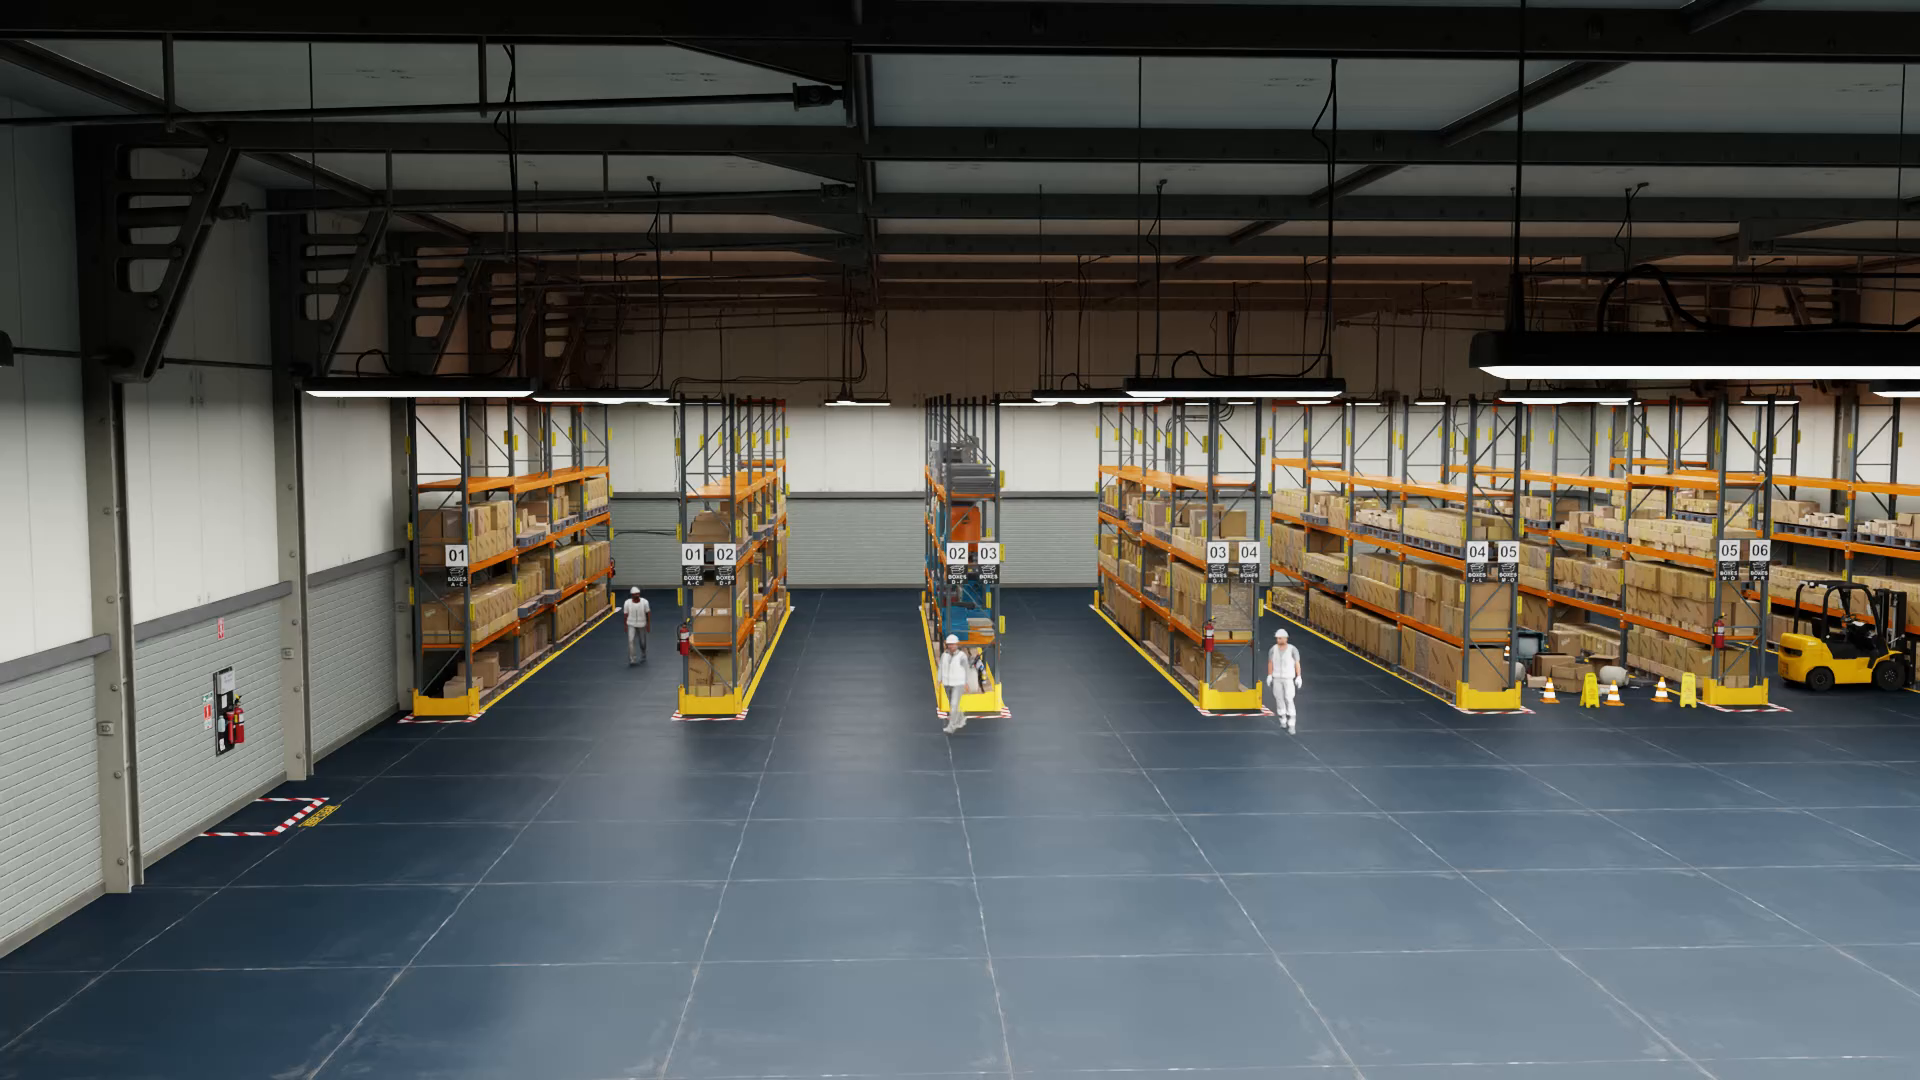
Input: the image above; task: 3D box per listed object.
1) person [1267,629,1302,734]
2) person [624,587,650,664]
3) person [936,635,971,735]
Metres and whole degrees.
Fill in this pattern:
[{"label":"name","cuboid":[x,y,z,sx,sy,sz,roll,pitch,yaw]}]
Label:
[{"label":"person","cuboid":[5.740,2.499,29.582,0.614,1.801,0.602,3,5,30]},{"label":"person","cuboid":[-7.277,1.898,37.485,0.580,1.724,0.979,0,5,-6]},{"label":"person","cuboid":[-0.142,2.528,29.355,0.559,1.708,1.063,3,6,36]}]
